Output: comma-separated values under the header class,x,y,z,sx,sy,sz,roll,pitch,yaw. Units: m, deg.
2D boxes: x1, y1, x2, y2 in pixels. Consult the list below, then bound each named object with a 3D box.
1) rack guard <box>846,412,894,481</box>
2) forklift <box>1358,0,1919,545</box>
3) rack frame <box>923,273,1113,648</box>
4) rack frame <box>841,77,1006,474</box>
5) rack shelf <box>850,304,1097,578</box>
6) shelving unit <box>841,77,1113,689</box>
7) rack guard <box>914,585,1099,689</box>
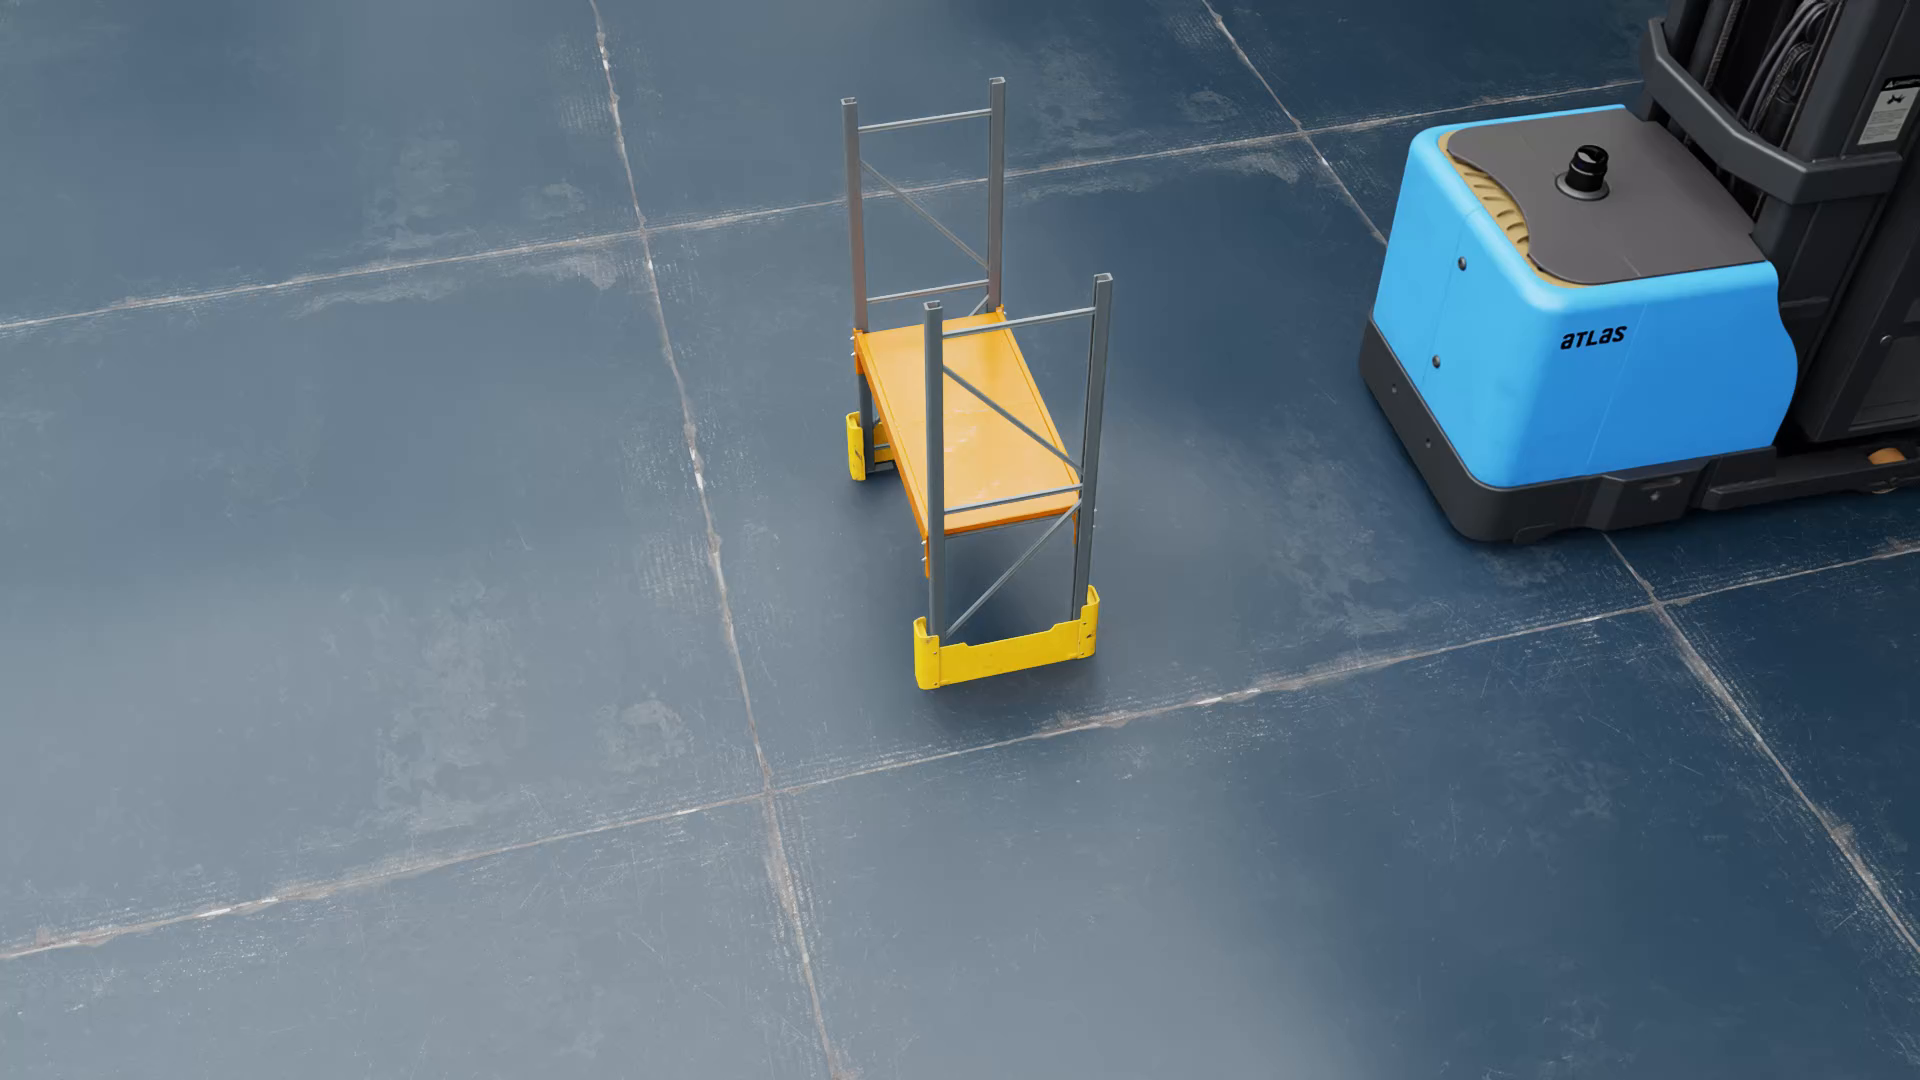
class,x,y,z,sx,sy,sz,roll,pitch,yaw
rack guard,-0.108,-0.379,5.946,0.587,0.250,0.087,-11,47,-10
forklift,3.077,-1.552,5.219,3.031,2.935,1.130,-9,46,-9
rack frame,0.152,-0.115,4.813,0.500,1.500,0.032,-11,47,-10
rack frame,-0.108,-0.817,5.501,0.500,1.500,0.032,-11,47,-10
rack shelf,0.022,-0.340,5.285,0.538,0.185,1.000,-11,47,-10
shelving unit,0.020,-0.472,5.163,0.587,1.500,1.083,-11,47,-10
rack guard,0.147,0.309,5.272,0.587,0.250,0.087,-11,47,-10
